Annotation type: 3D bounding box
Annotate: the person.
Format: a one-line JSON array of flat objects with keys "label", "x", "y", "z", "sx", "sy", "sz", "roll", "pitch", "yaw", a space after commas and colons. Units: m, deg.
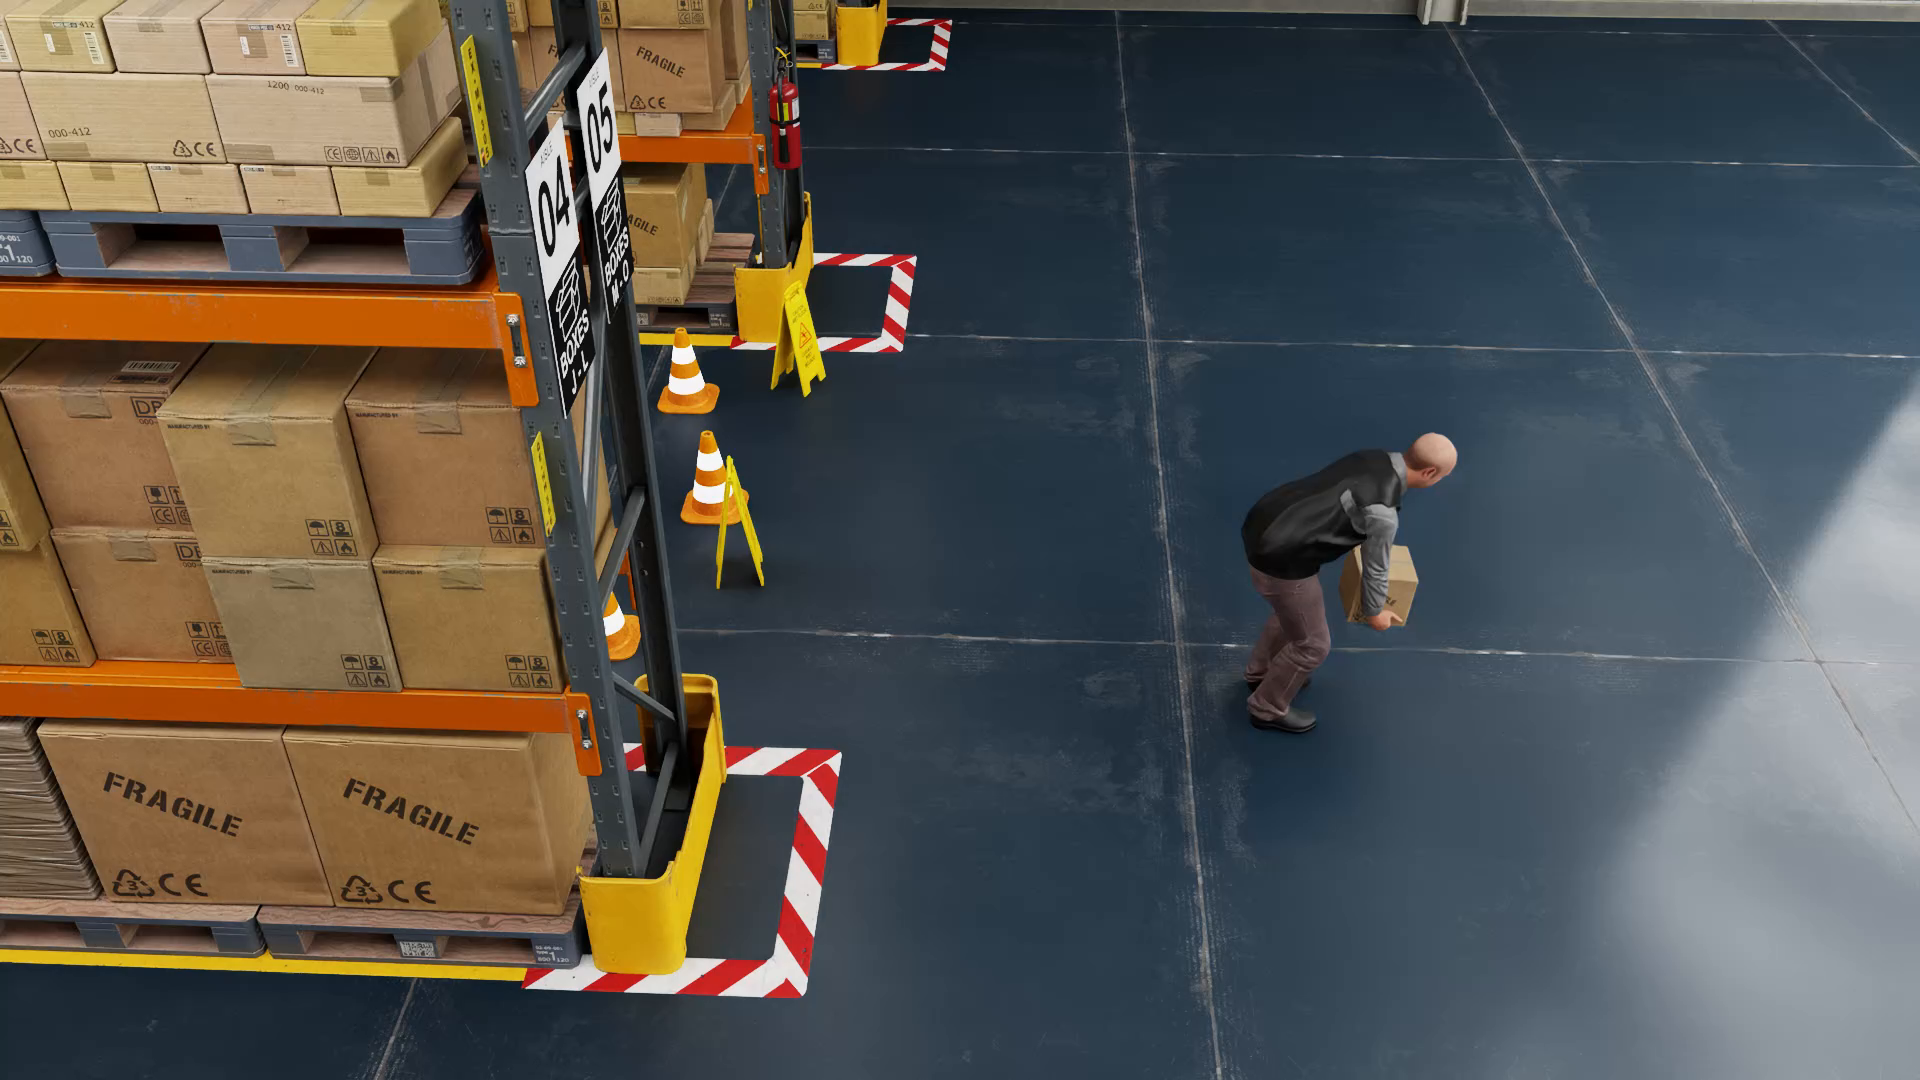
[{"label": "person", "x": 1.618, "y": 0.164, "z": 7.165, "sx": 0.832, "sy": 1.428, "sz": 0.472, "roll": 1, "pitch": 35, "yaw": 1}]
